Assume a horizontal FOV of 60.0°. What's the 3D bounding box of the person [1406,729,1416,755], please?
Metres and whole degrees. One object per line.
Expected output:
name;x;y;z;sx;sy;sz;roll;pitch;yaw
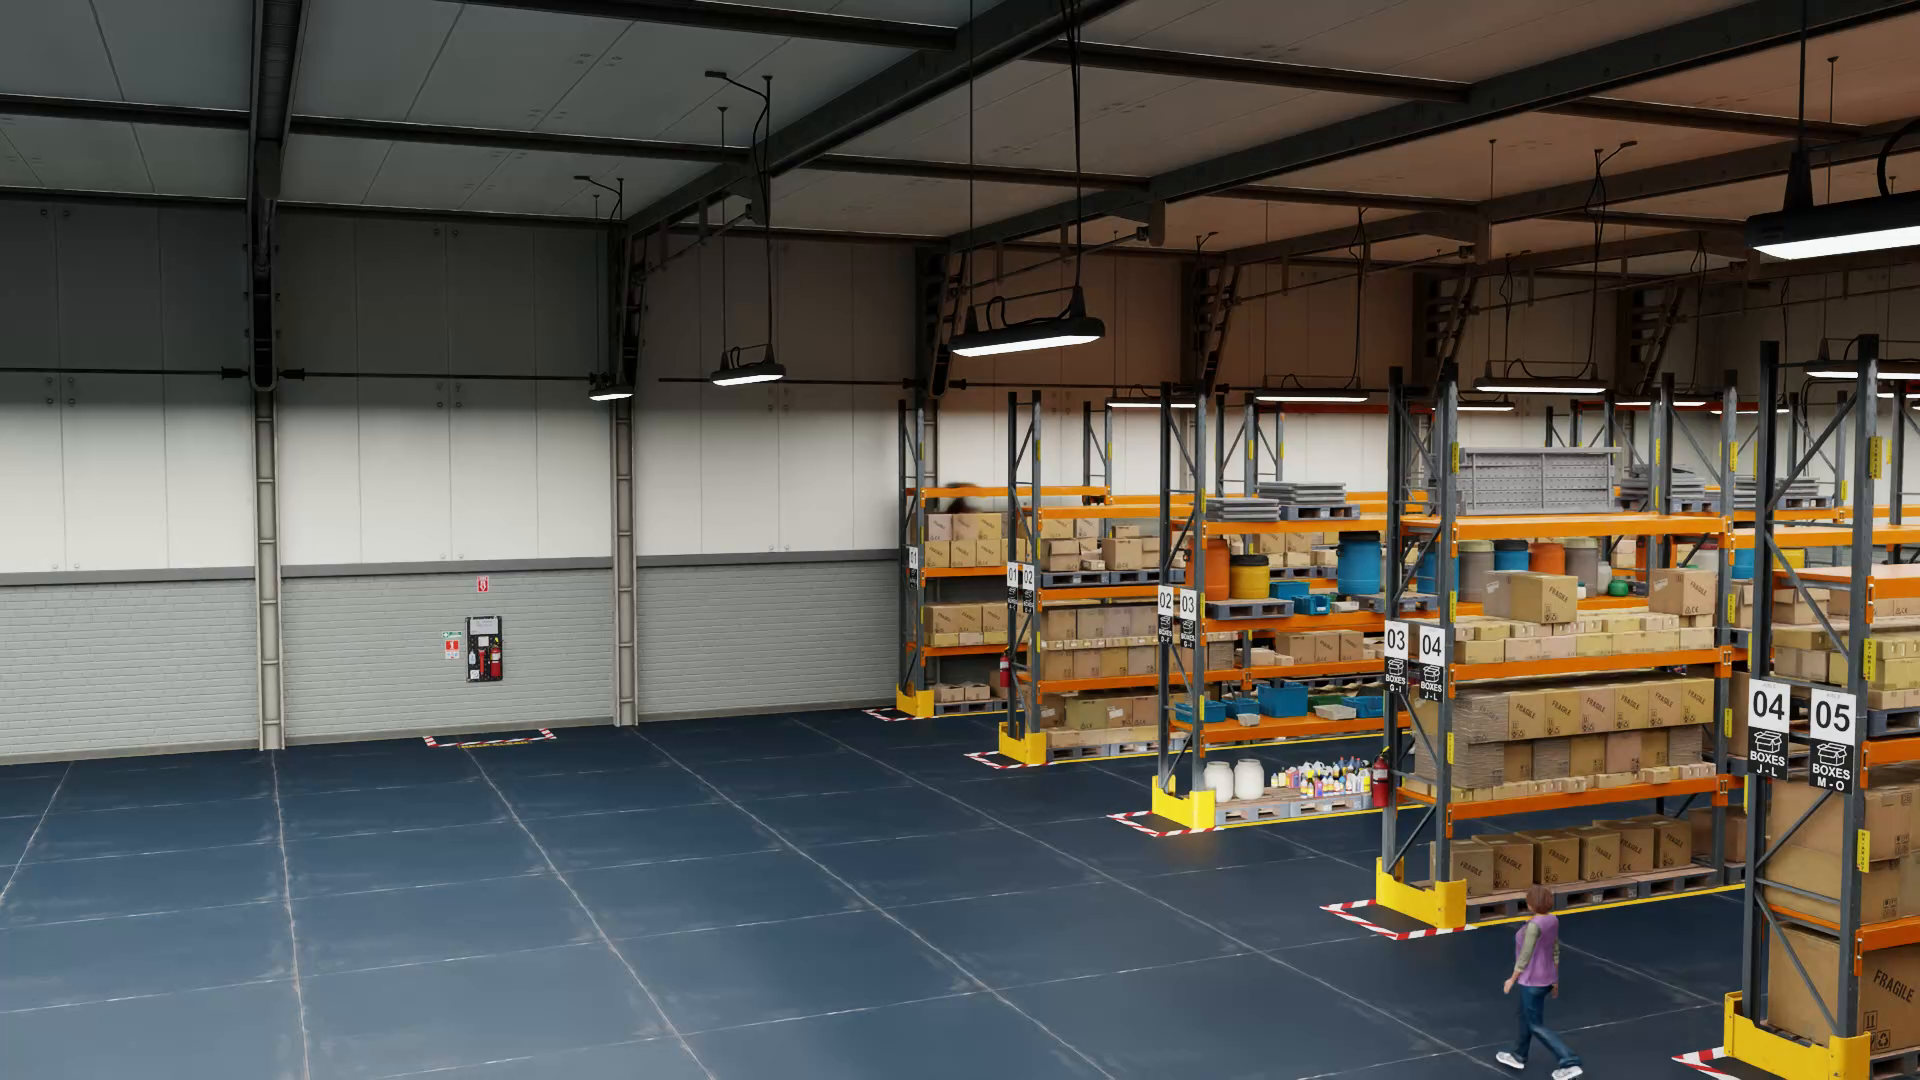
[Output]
person;7.781;2.679;27.477;0.898;1.760;0.616;-1;3;-17

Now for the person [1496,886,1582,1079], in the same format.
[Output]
person;4.686;3.579;13.467;0.419;1.570;0.843;-3;5;-44
